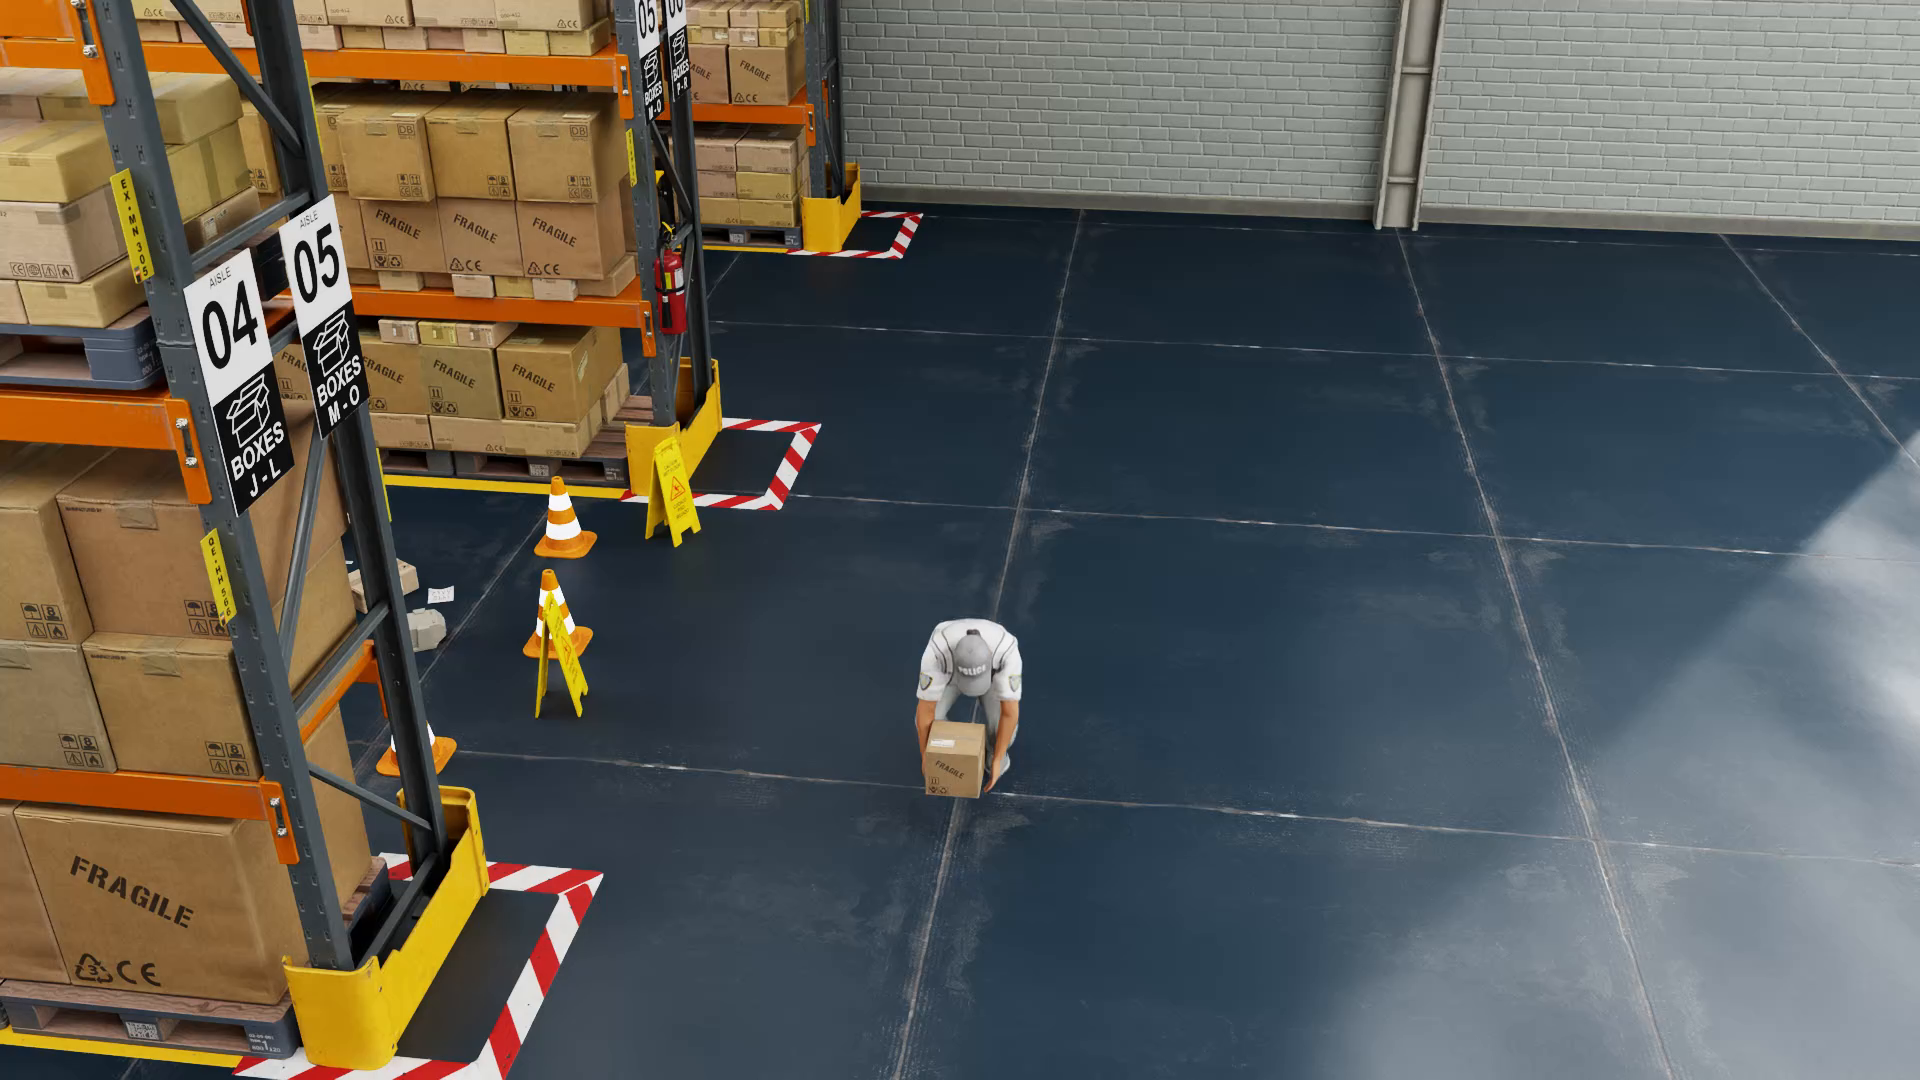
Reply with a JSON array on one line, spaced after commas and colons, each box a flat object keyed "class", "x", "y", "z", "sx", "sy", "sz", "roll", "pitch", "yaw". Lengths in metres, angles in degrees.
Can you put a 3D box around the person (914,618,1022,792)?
[{"class": "person", "x": 0.051, "y": 0.724, "z": 8.039, "sx": 0.517, "sy": 0.959, "sz": 0.851, "roll": 3, "pitch": 29, "yaw": 6}]
